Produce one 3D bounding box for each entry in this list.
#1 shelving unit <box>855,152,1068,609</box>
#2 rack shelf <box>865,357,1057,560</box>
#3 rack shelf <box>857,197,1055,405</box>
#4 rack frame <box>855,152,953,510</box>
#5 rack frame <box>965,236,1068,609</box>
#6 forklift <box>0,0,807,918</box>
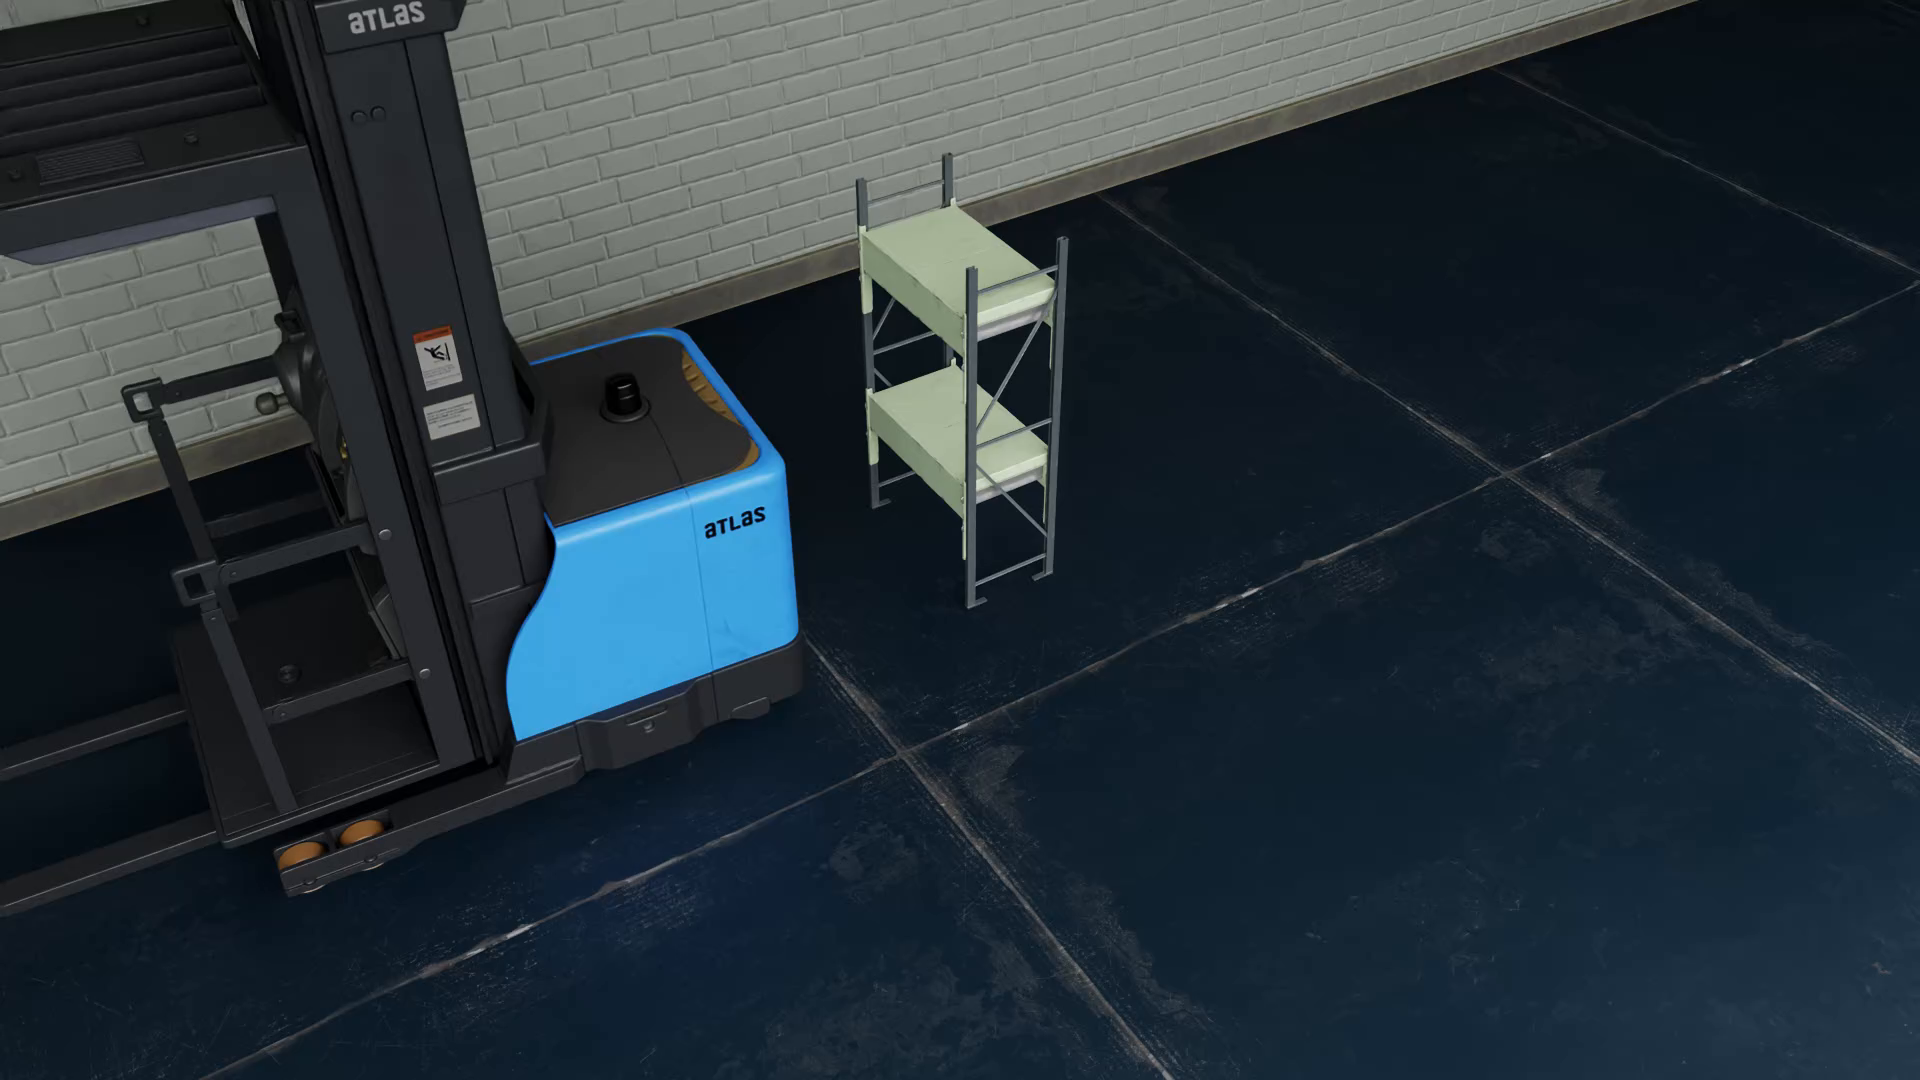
[{"bbox_3d":[-0.004,-0.580,6.274,0.431,1.500,0.755,-22,45,-24],"label":"shelving unit"},{"bbox_3d":[-0.004,-0.329,6.483,0.431,0.370,0.720,-22,45,-24],"label":"rack shelf"},{"bbox_3d":[-0.004,-0.880,6.024,0.431,0.370,0.720,-22,45,-24],"label":"rack shelf"},{"bbox_3d":[-0.200,-0.777,6.511,0.400,1.500,0.023,-22,45,-24],"label":"rack frame"},{"bbox_3d":[0.193,-0.382,6.037,0.400,1.500,0.023,-22,45,-24],"label":"rack frame"},{"bbox_3d":[-2.099,-0.374,4.909,3.031,2.935,1.130,-19,43,-21],"label":"forklift"}]
